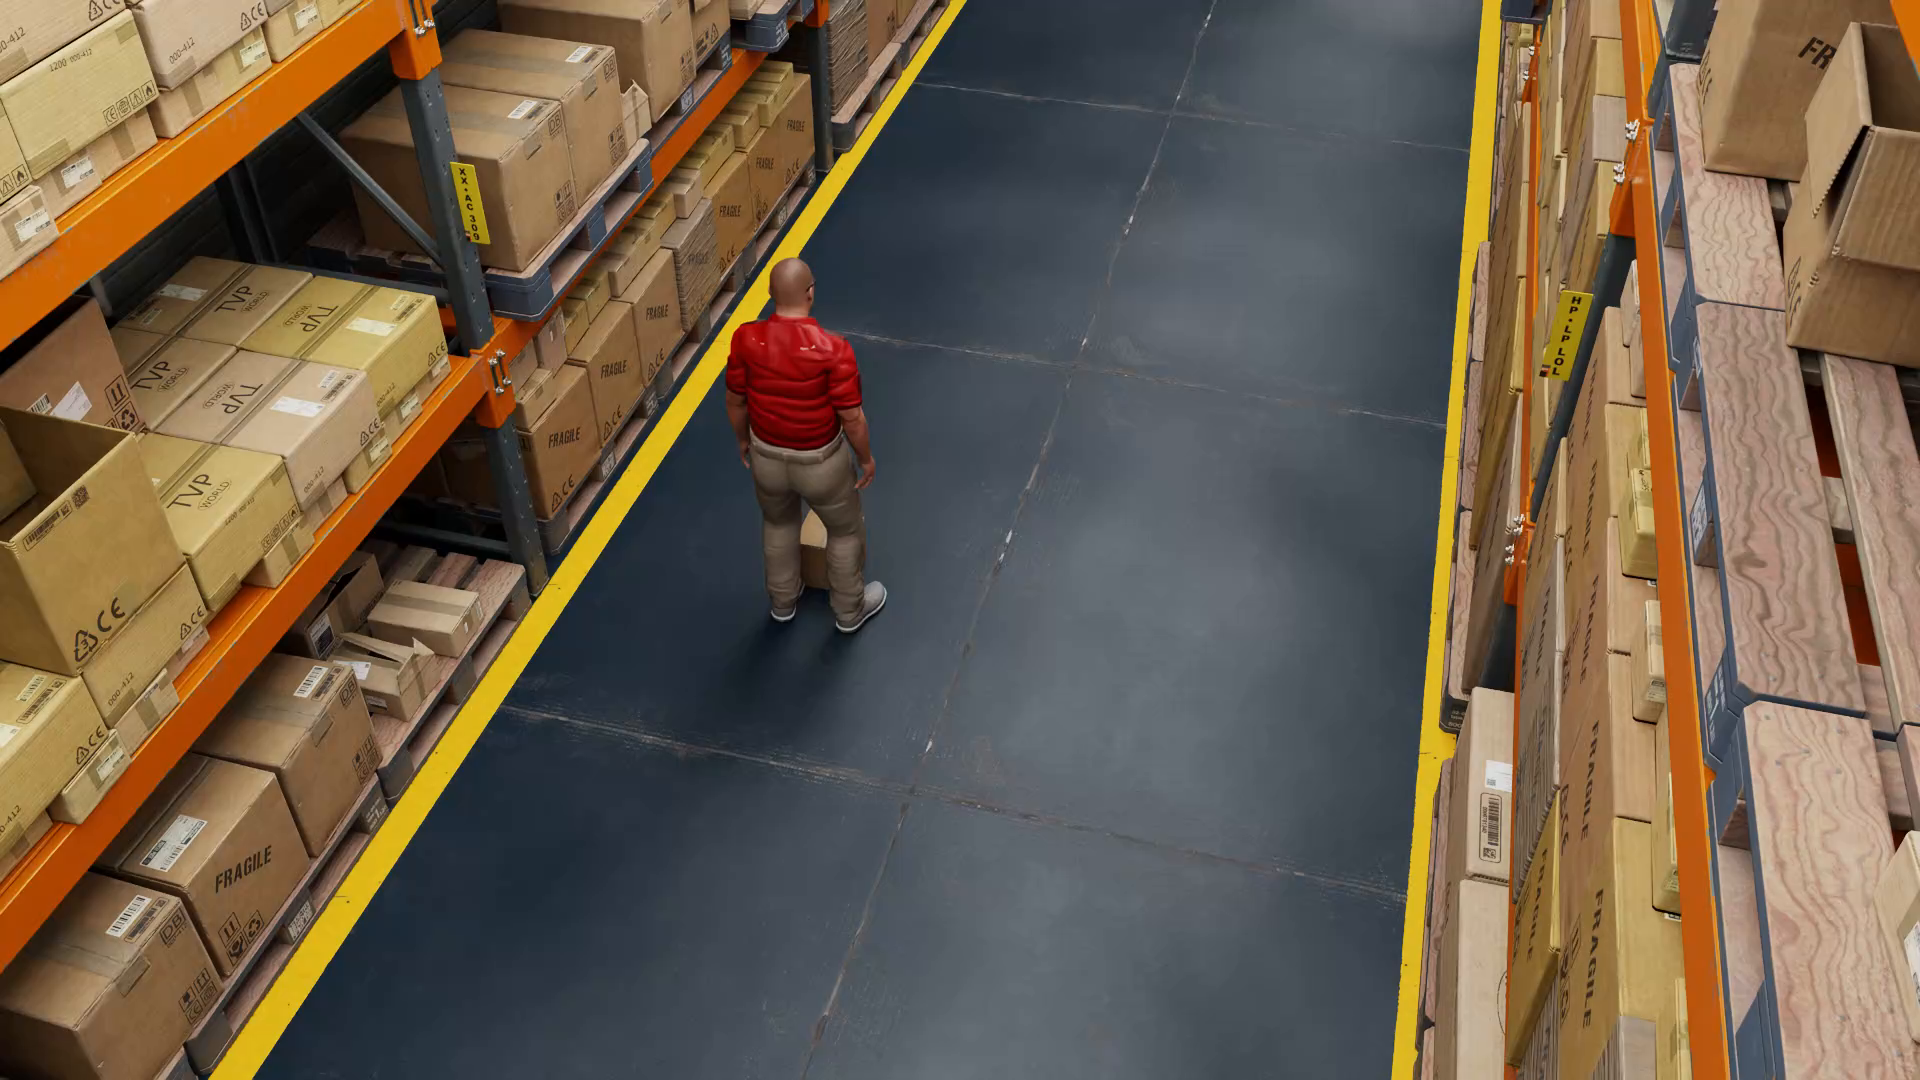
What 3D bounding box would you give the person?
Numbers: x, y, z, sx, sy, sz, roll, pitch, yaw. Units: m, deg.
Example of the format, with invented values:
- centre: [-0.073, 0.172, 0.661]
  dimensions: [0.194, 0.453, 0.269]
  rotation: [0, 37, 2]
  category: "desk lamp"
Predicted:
- centre: [-0.632, -0.351, 6.742]
  dimensions: [0.586, 1.726, 0.396]
  rotation: [10, 42, 12]
  category: "person"
